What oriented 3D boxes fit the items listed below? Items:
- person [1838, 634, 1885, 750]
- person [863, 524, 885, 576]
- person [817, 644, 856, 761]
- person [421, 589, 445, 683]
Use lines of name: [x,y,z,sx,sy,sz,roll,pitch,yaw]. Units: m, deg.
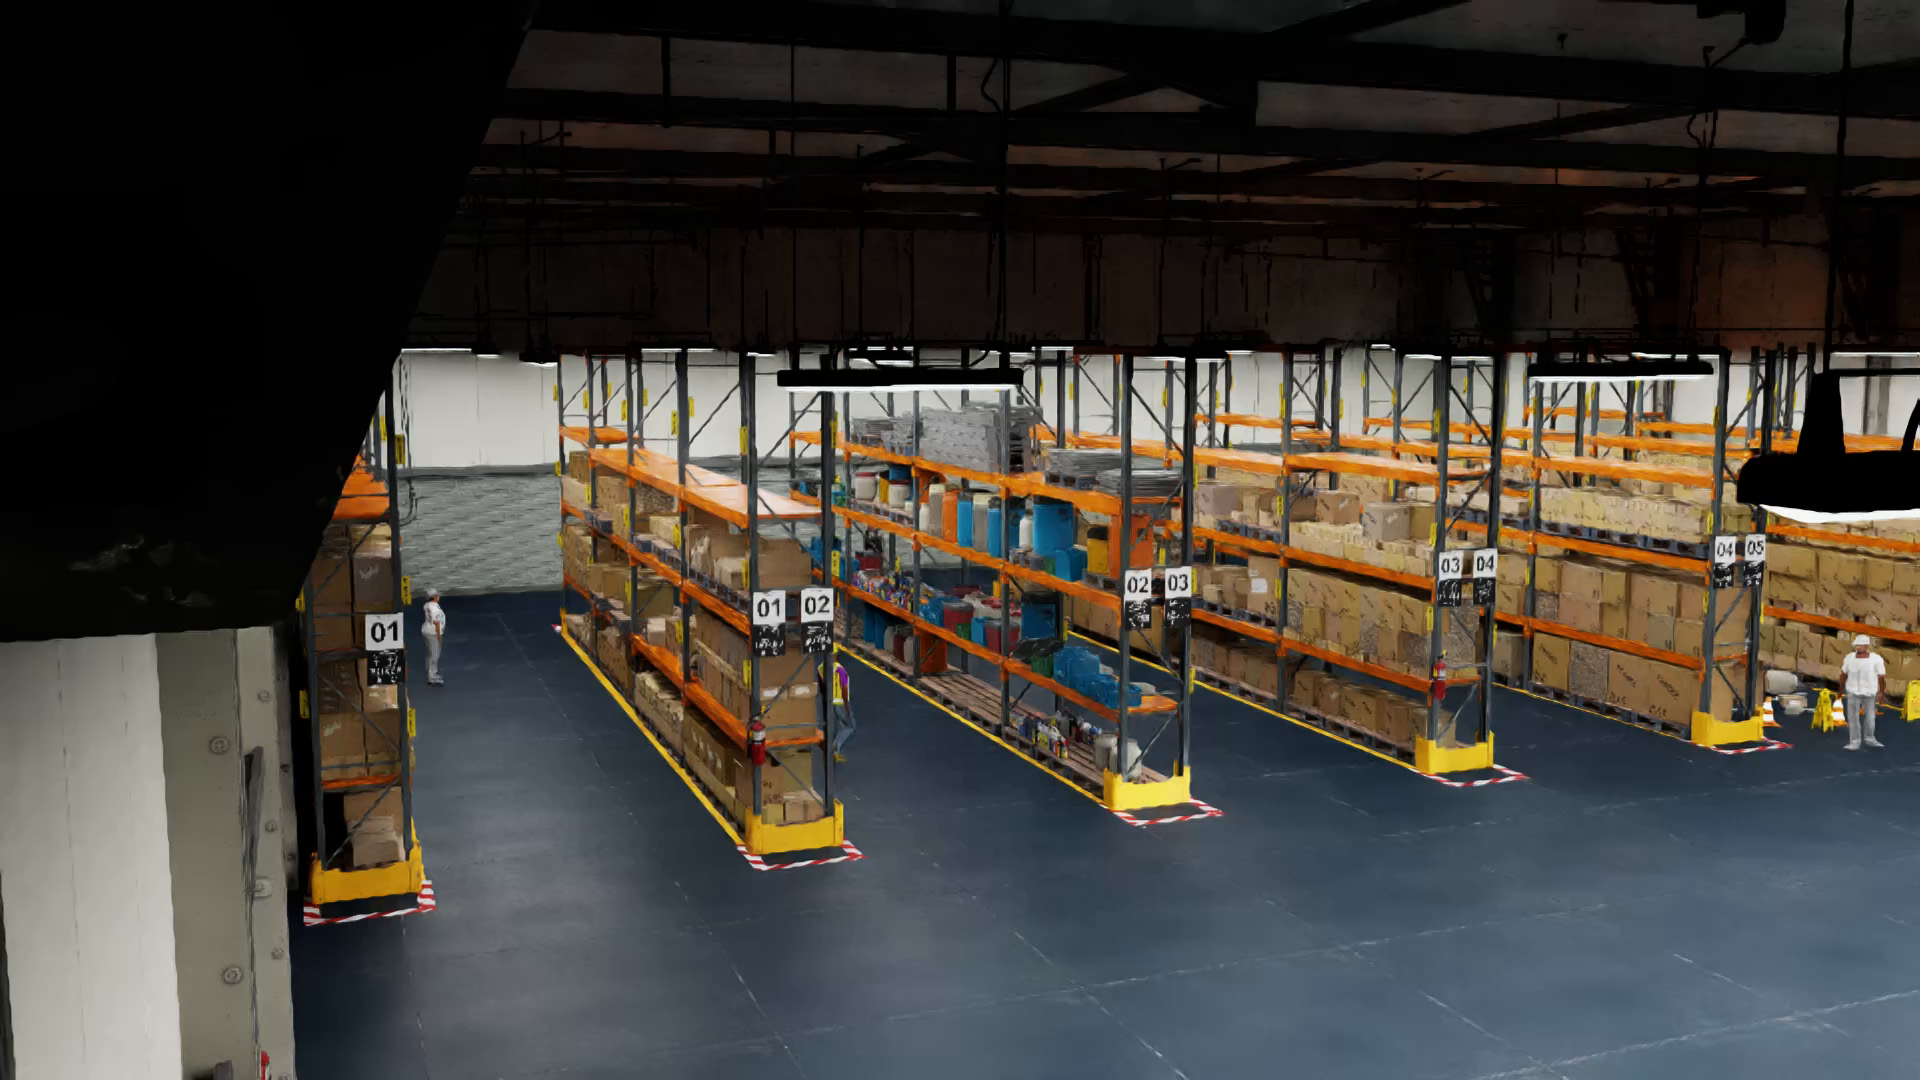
person: [13.631,2.286,25.118,0.661,1.758,0.550,6,9,39]
person: [-2.081,0.322,40.697,0.579,1.708,0.552,2,8,15]
person: [-1.823,2.380,24.262,0.609,1.763,0.457,7,10,42]
person: [-9.454,1.703,29.875,0.396,1.664,0.601,-5,9,-36]
